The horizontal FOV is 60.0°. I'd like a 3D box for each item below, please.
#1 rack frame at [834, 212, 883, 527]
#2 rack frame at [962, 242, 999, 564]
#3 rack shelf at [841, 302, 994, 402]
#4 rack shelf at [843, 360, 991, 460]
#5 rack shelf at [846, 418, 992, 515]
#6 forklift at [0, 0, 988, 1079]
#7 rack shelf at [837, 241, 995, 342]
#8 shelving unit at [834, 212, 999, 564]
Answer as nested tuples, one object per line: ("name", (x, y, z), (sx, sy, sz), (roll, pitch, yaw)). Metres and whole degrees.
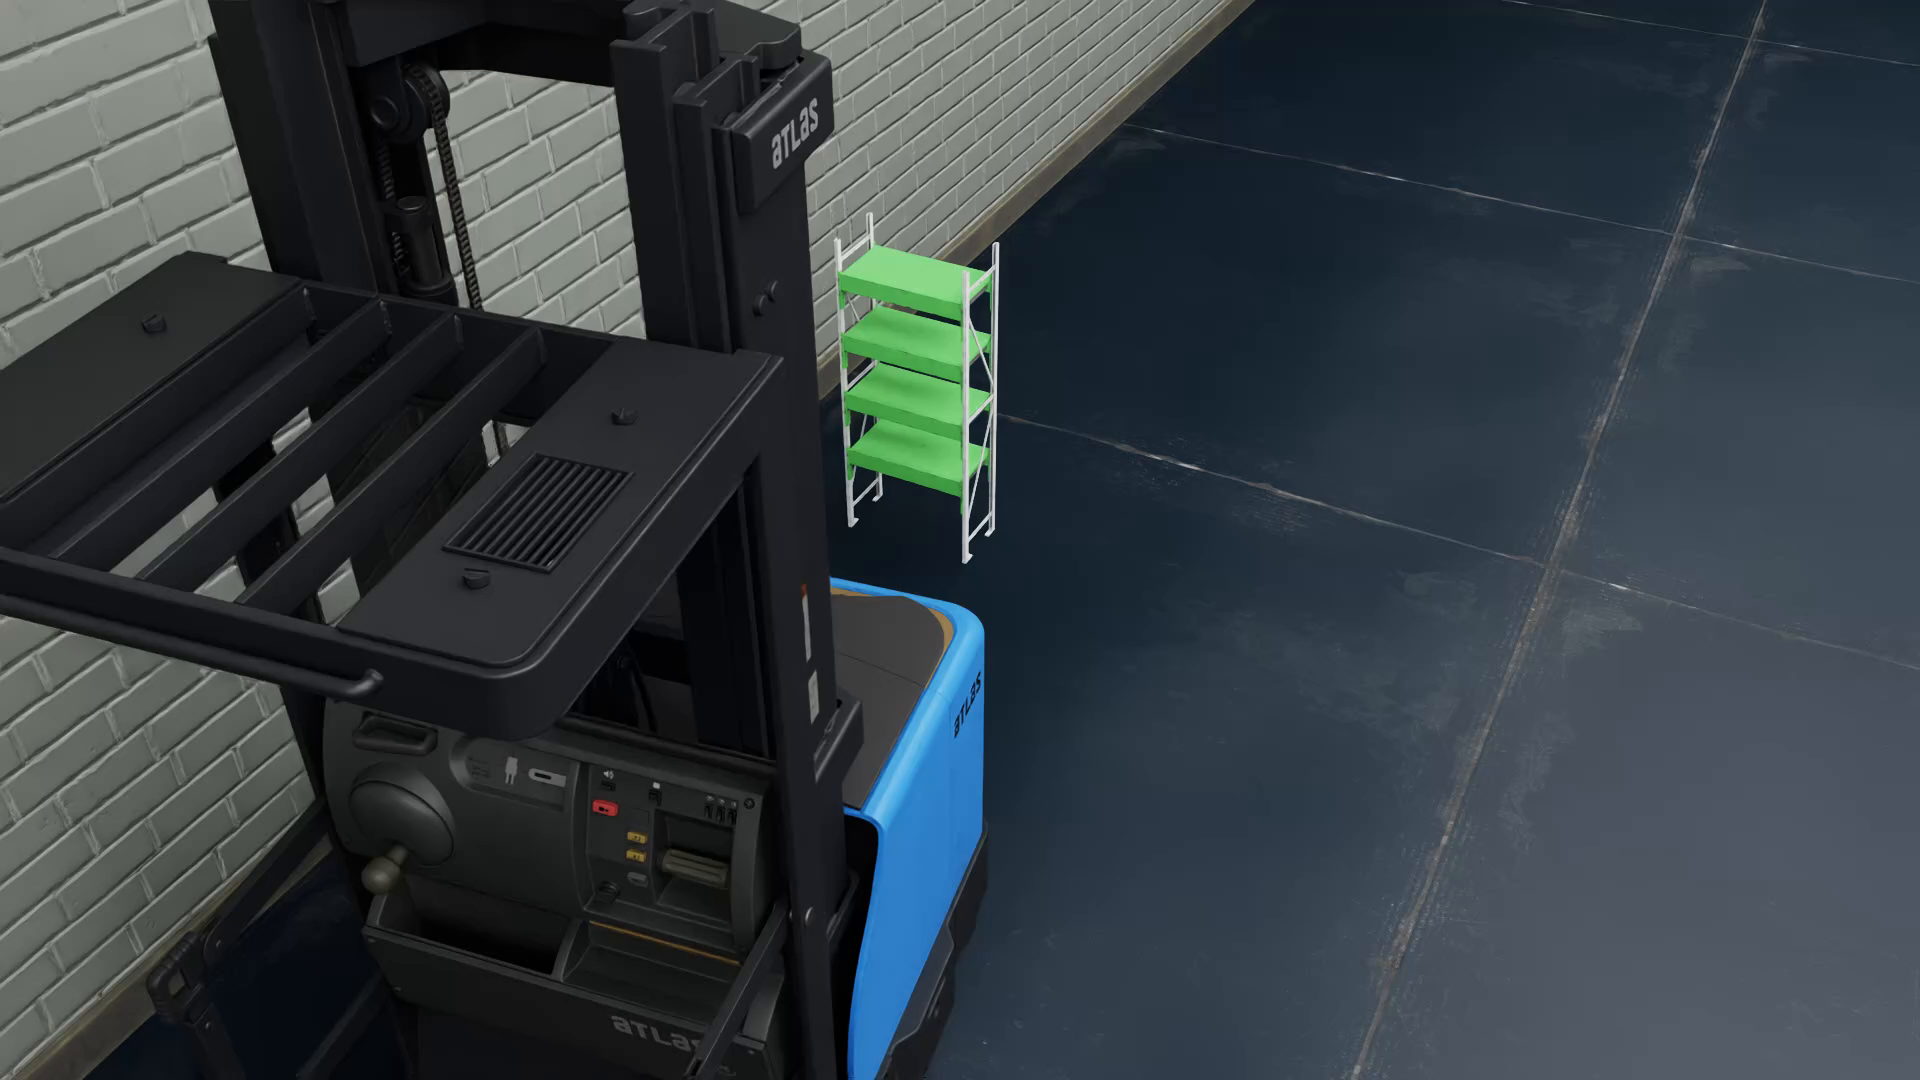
("rack frame", (-0.364, -0.592, 6.037), (0.015, 1.200, 0.240), (17, 41, 21))
("rack frame", (0.070, -0.456, 5.858), (0.015, 1.200, 0.240), (17, 41, 21))
("rack shelf", (-0.147, -0.664, 5.841), (0.480, 0.148, 0.258), (17, 41, 21))
("rack shelf", (-0.147, -0.473, 5.987), (0.480, 0.148, 0.258), (17, 41, 21))
("rack shelf", (-0.147, -0.282, 6.132), (0.480, 0.148, 0.258), (17, 41, 21))
("forklift", (-0.874, 0.613, 3.018), (1.130, 2.935, 3.031), (11, 39, 15))
("rack shelf", (-0.147, -0.855, 5.696), (0.480, 0.148, 0.258), (17, 41, 21))
("shelving unit", (-0.147, -0.524, 5.948), (0.503, 1.200, 0.258), (17, 41, 21))
